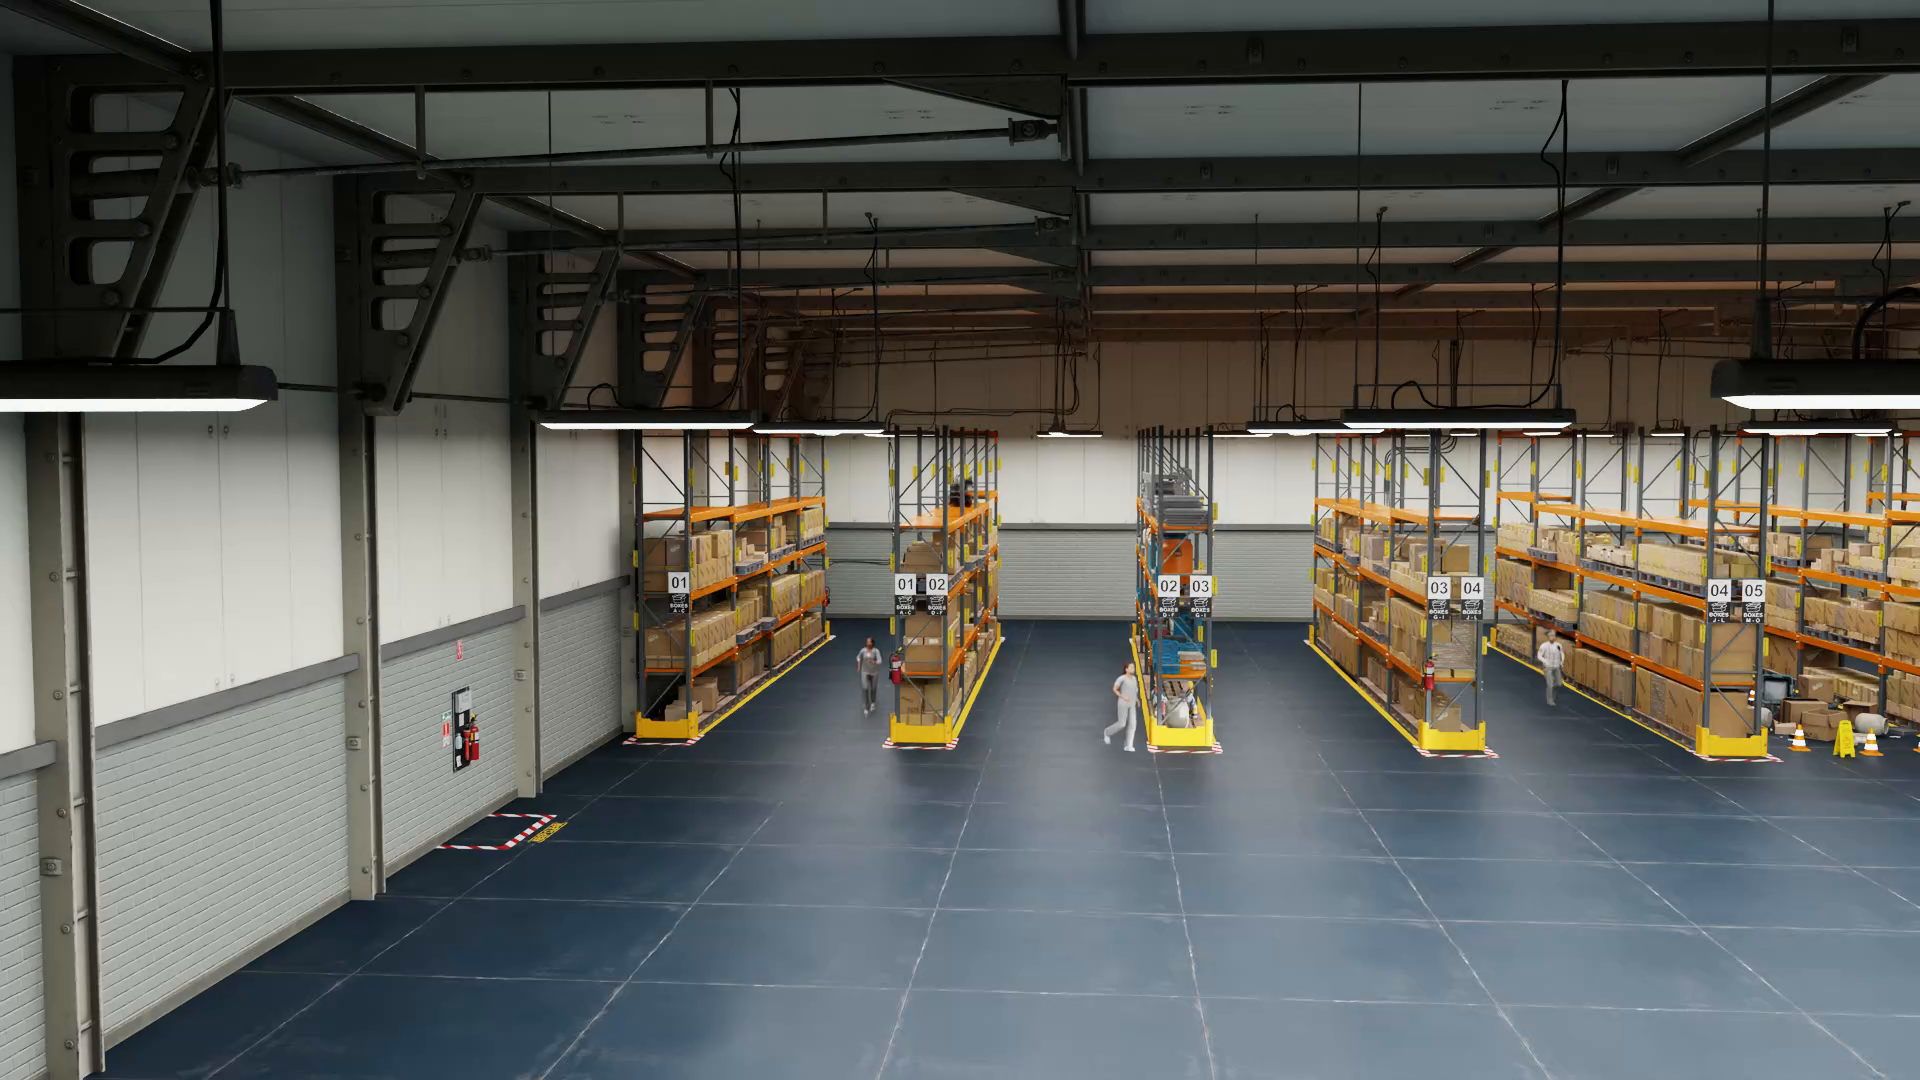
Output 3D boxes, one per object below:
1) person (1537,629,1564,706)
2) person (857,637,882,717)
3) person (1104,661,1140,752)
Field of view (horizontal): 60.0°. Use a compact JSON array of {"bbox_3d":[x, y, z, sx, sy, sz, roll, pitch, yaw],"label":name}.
[{"bbox_3d":[12.749,2.742,35.804,0.592,1.651,0.539,0,3,0],"label":"person"},{"bbox_3d":[-1.889,2.824,34.674,0.517,1.630,0.784,0,3,-2],"label":"person"},{"bbox_3d":[3.093,3.056,30.784,0.617,1.630,0.849,-2,4,-34],"label":"person"}]
